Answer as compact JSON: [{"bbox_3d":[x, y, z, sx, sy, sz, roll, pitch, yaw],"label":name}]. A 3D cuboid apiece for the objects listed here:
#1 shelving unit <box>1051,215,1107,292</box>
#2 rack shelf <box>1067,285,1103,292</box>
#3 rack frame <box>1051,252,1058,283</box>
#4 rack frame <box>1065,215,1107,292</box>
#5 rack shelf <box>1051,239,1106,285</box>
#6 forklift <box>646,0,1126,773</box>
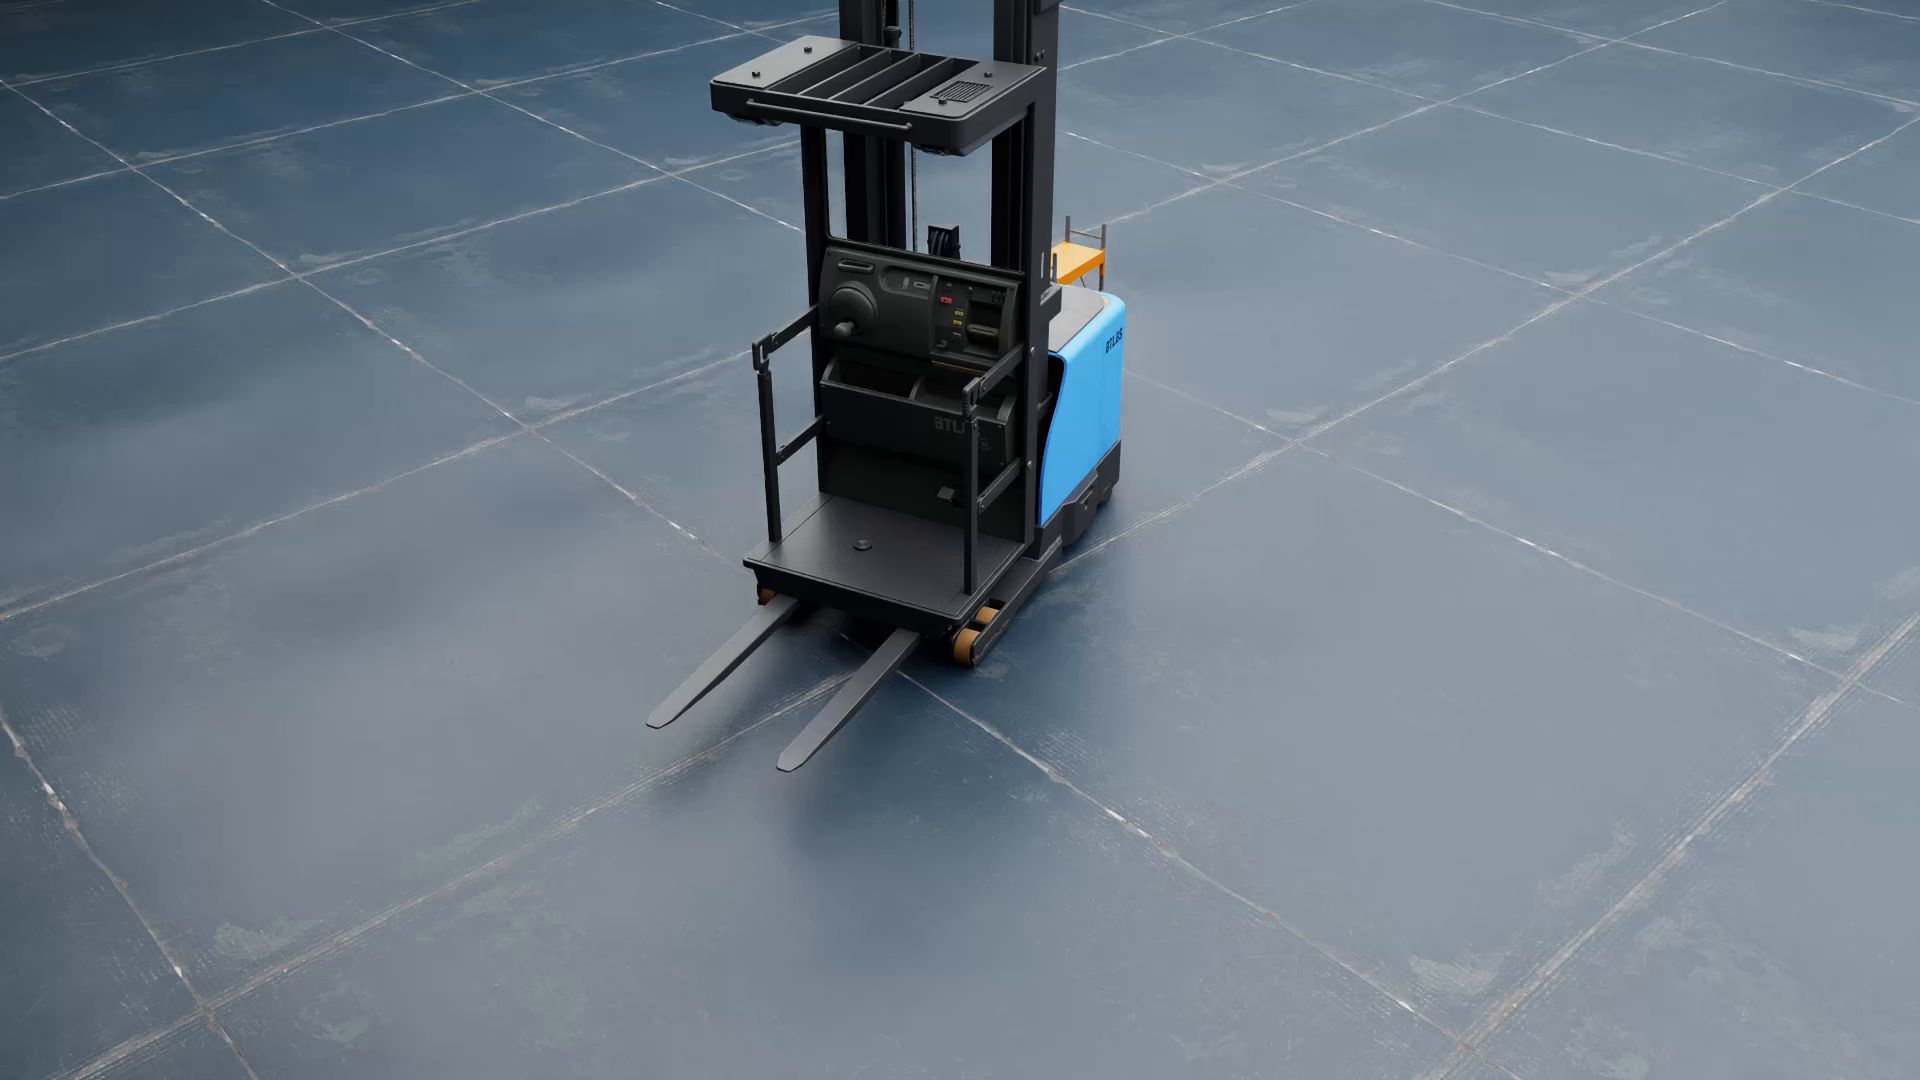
[{"bbox_3d":[0.522,-1.057,8.829,0.258,1.200,0.503,20,37,29],"label":"shelving unit"},{"bbox_3d":[0.522,-1.190,8.747,0.258,0.148,0.480,20,37,29],"label":"rack shelf"},{"bbox_3d":[0.384,-0.952,8.657,0.240,1.200,0.015,20,37,29],"label":"rack frame"},{"bbox_3d":[0.659,-1.162,9.000,0.240,1.200,0.015,20,37,29],"label":"rack frame"},{"bbox_3d":[0.522,-1.392,8.624,0.258,0.148,0.480,20,37,29],"label":"rack shelf"},{"bbox_3d":[-0.281,-0.956,7.004,1.130,2.935,3.031,15,34,22],"label":"forklift"}]
